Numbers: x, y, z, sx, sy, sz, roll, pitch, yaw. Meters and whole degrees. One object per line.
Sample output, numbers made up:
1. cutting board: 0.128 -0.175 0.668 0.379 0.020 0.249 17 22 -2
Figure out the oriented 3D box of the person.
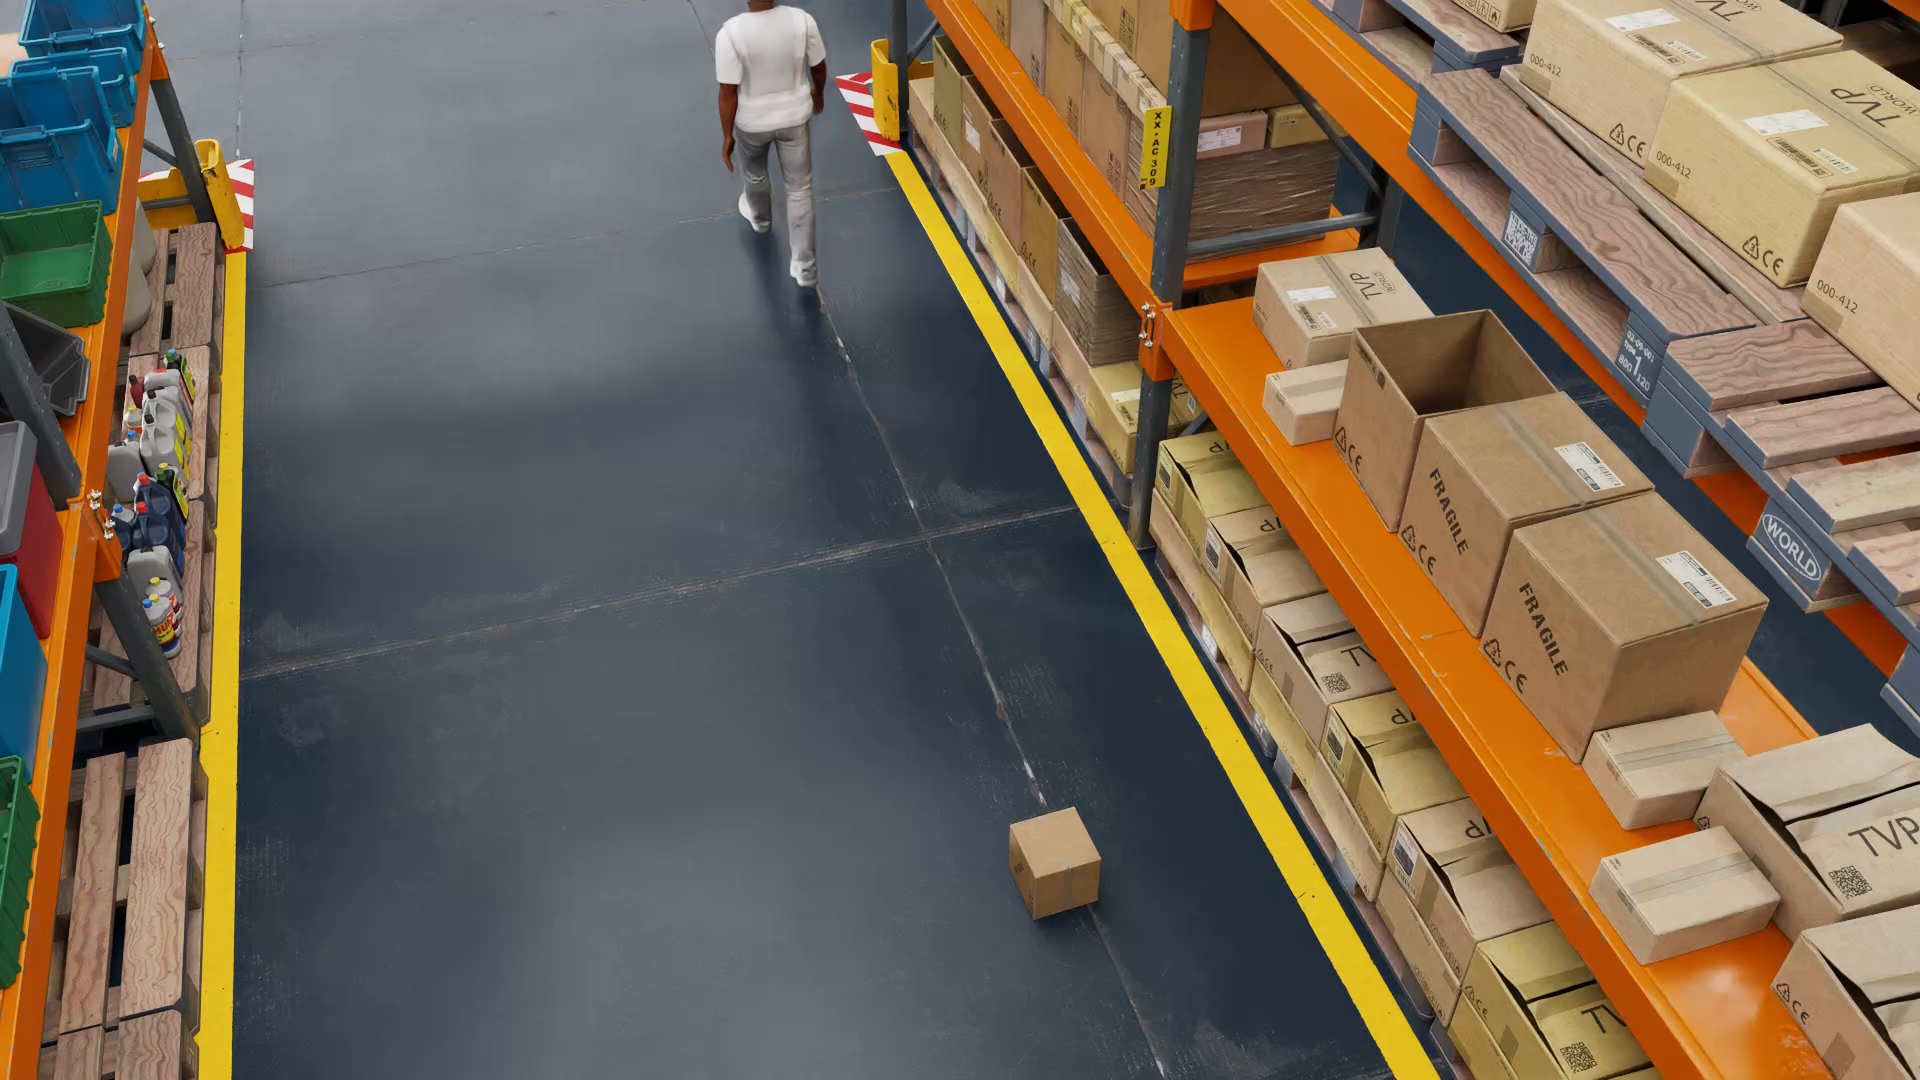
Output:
1. person: -0.968 -2.227 8.624 0.587 1.728 1.025 -8 43 -8
